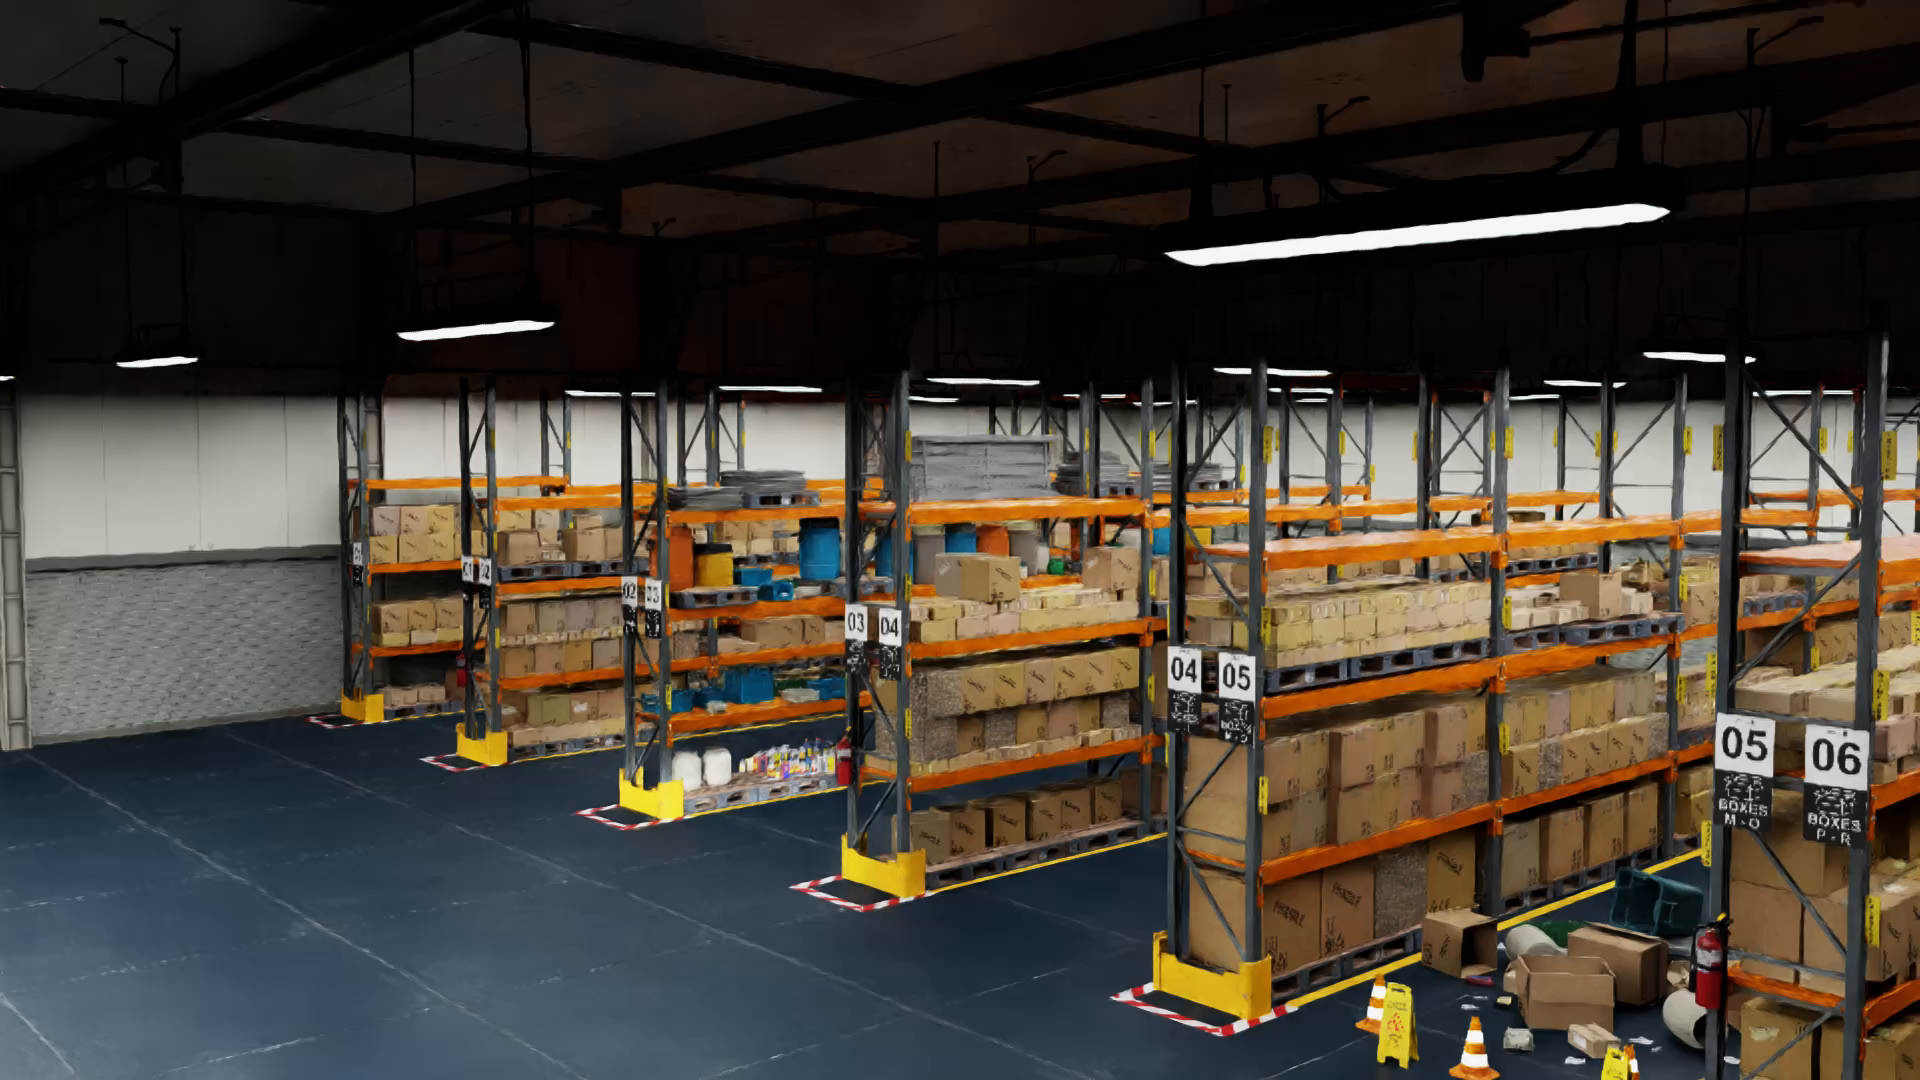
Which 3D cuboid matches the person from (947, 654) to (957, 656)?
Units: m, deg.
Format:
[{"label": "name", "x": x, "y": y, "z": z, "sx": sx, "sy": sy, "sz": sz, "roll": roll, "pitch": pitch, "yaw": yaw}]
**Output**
[{"label": "person", "x": -0.195, "y": 2.336, "z": 30.487, "sx": 0.482, "sy": 1.622, "sz": 0.995, "roll": 3, "pitch": 5, "yaw": 40}]
